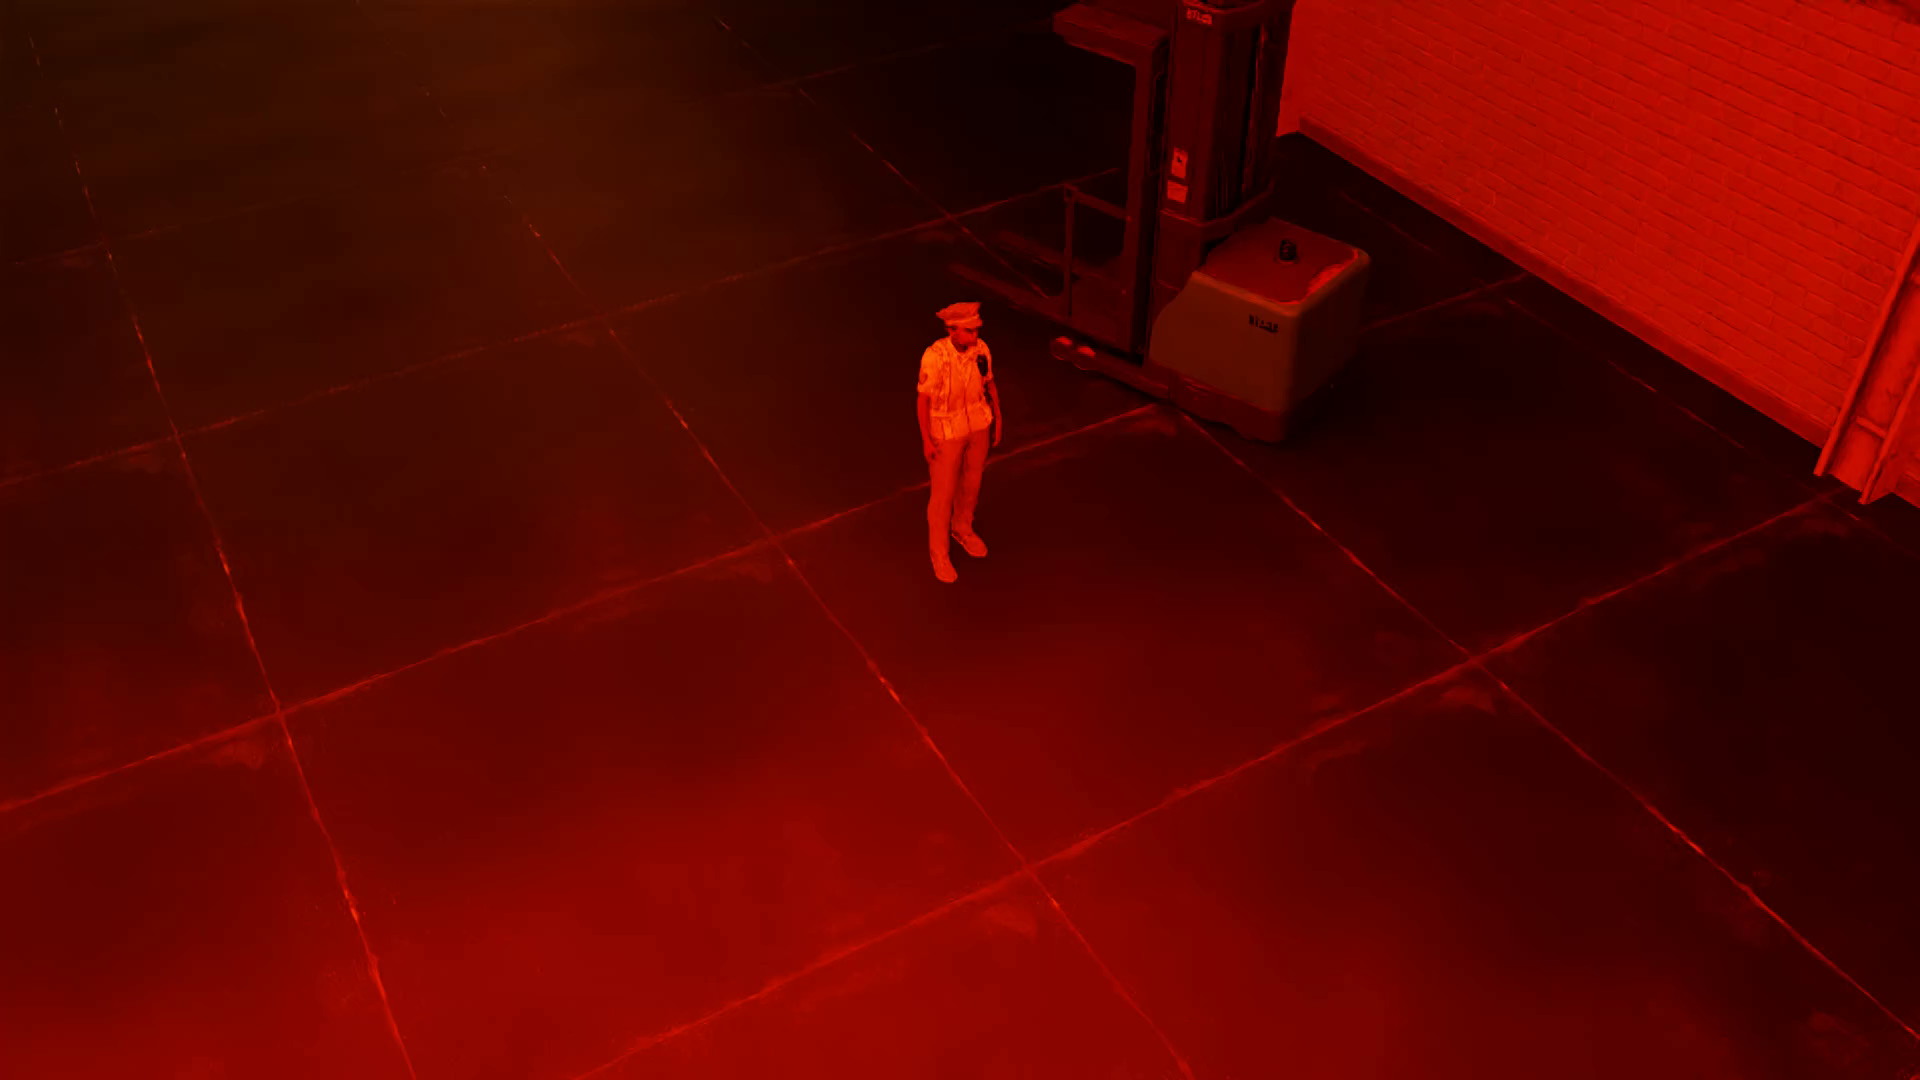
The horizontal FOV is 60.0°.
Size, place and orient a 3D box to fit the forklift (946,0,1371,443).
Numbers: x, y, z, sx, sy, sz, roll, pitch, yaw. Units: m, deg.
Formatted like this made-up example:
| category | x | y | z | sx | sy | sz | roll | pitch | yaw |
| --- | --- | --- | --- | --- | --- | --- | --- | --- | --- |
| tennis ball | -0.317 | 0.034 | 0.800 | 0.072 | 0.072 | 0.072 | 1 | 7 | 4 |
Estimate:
| category | x | y | z | sx | sy | sz | roll | pitch | yaw |
| --- | --- | --- | --- | --- | --- | --- | --- | --- | --- |
| forklift | 1.266 | -2.564 | 11.128 | 3.031 | 2.935 | 1.130 | 28 | 47 | 30 |

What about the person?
| category | x | y | z | sx | sy | sz | roll | pitch | yaw |
| --- | --- | --- | --- | --- | --- | --- | --- | --- | --- |
| person | 0.021 | -0.610 | 9.729 | 0.570 | 1.695 | 0.529 | -20 | 44 | -23 |
